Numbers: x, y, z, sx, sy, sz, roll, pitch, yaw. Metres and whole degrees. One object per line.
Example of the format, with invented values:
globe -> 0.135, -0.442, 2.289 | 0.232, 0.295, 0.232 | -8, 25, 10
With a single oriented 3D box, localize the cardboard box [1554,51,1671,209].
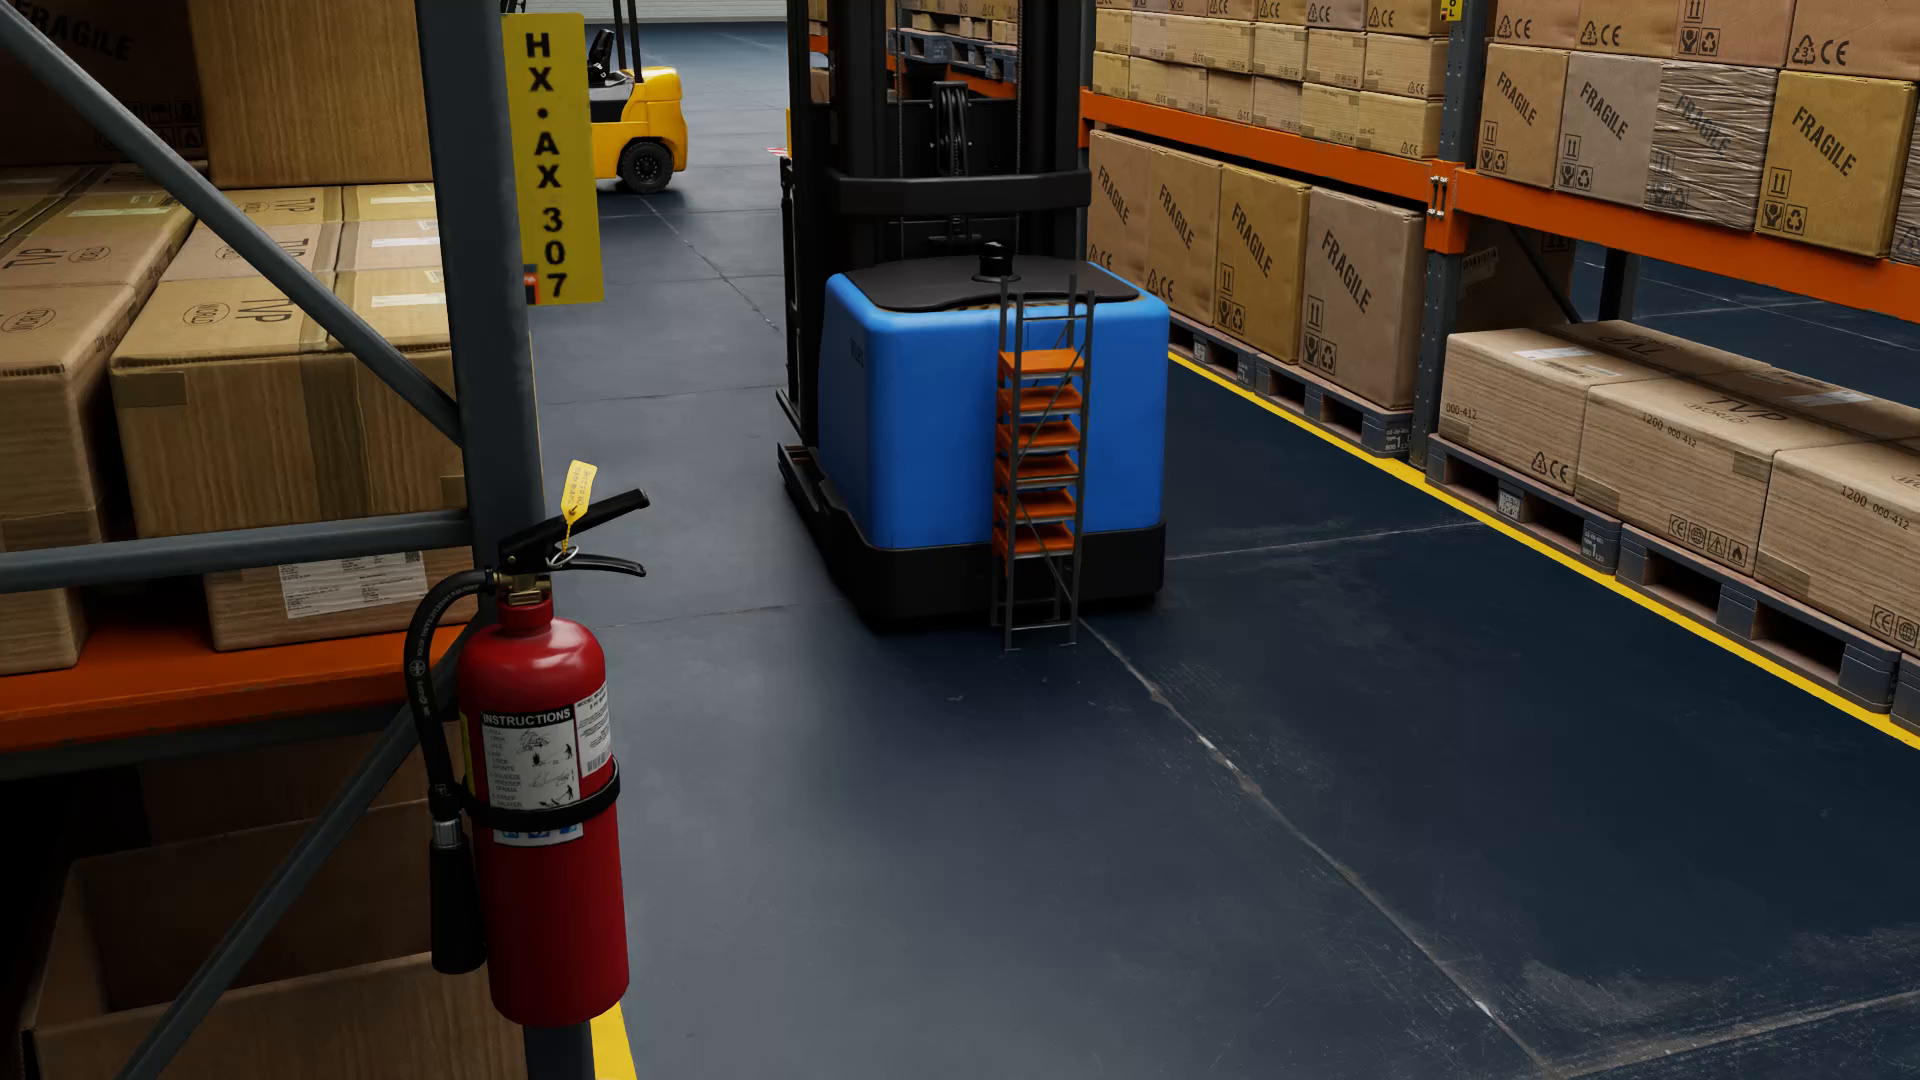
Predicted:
cardboard box -> 2.524, -1.484, 5.962 | 0.500, 0.500, 0.500 | -6, 21, -17

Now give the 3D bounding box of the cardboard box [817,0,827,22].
cardboard box -> -1.088, -5.304, 16.159 | 0.500, 0.500, 0.500 | -7, 21, -18

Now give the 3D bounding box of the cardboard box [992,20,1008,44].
cardboard box -> 0.441, -3.543, 11.594 | 0.380, 0.149, 0.250 | -6, 21, -16

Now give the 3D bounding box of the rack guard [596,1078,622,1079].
rack guard -> -1.007, 1.187, 2.372 | 1.175, 0.500, 0.348 | -6, 21, -17

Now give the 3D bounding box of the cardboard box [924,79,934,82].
cardboard box -> -0.119, -4.335, 15.427 | 0.380, 0.149, 0.250 | -6, 20, -15

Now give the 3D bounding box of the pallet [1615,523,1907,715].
pallet -> 3.022, 0.180, 5.604 | 1.003, 0.211, 1.213 | -6, 21, -17

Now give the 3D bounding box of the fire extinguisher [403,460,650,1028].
fire extinguisher -> -0.498, 0.245, 1.963 | 0.296, 0.674, 0.183 | -6, 21, -17

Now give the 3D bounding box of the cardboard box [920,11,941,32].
cardboard box -> -0.100, -4.132, 13.233 | 0.380, 0.149, 0.250 | -6, 21, -16

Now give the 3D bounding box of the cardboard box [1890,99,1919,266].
cardboard box -> 3.010, -0.994, 4.598 | 0.500, 0.500, 0.500 | -6, 21, -16

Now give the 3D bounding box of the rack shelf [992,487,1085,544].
rack shelf -> 0.249, -0.080, 5.330 | 0.258, 0.103, 0.180 | -5, 25, -13

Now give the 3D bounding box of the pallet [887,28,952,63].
pallet -> 0.058, -3.993, 13.381 | 1.003, 0.211, 1.213 | -6, 21, -17

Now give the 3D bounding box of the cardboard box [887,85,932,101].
cardboard box -> -0.485, -3.762, 14.791 | 0.500, 0.500, 0.500 | -7, 21, -18

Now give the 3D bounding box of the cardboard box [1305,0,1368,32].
cardboard box -> 1.922, -2.577, 7.526 | 0.500, 0.500, 0.500 | -6, 21, -16

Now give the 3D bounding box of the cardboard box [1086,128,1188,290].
cardboard box -> 1.352, -2.028, 10.147 | 0.875, 0.875, 0.875 | -7, 21, -18

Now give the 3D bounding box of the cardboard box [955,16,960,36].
cardboard box -> 0.179, -3.882, 12.539 | 0.380, 0.149, 0.250 | -6, 21, -17

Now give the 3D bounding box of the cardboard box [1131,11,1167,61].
cardboard box -> 1.300, -2.871, 9.454 | 0.500, 0.250, 0.500 | -6, 21, -16

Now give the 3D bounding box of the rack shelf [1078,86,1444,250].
rack shelf -> 1.842, -2.080, 8.835 | 1.077, 0.370, 4.000 | -6, 21, -17

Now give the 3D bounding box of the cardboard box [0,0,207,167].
cardboard box -> -2.025, -1.165, 3.894 | 0.500, 0.500, 0.500 | -7, 21, -19

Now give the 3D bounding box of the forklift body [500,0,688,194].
forklift body -> -3.684, -4.285, 15.165 | 2.313, 2.155, 1.214 | -6, 21, -17

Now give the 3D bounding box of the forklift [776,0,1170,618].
forklift -> -0.153, -1.584, 6.491 | 1.130, 2.935, 3.031 | -5, 20, -13

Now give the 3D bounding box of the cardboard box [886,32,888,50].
cardboard box -> -0.434, -4.297, 14.314 | 0.380, 0.149, 0.250 | -7, 21, -18

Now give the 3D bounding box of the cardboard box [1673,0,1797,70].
cardboard box -> 2.693, -1.788, 5.330 | 0.500, 0.500, 0.500 | -6, 21, -16

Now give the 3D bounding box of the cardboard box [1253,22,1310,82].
cardboard box -> 1.768, -2.383, 8.095 | 0.500, 0.250, 0.500 | -6, 21, -16

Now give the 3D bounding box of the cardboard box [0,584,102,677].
cardboard box -> -1.342, 0.075, 2.141 | 0.380, 0.149, 0.250 | -7, 21, -18

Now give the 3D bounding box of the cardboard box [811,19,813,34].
cardboard box -> -1.292, -5.206, 16.843 | 0.380, 0.149, 0.250 | -7, 21, -19

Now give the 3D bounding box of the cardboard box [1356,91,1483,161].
cardboard box -> 2.090, -1.824, 7.278 | 0.500, 0.250, 0.500 | -7, 21, -18

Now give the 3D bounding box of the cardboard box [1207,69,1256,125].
cardboard box -> 1.624, -2.317, 8.650 | 0.500, 0.250, 0.500 | -6, 21, -17

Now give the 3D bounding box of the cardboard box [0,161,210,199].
cardboard box -> -1.856, -0.647, 3.561 | 0.500, 0.250, 0.500 | -6, 21, -17

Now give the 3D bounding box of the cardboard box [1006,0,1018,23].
cardboard box -> 0.634, -3.727, 11.145 | 0.500, 0.500, 0.500 | -7, 21, -18

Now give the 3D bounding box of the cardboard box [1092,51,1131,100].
cardboard box -> 1.128, -2.806, 10.014 | 0.500, 0.250, 0.500 | -7, 21, -18

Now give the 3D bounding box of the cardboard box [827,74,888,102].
cardboard box -> -0.984, -4.260, 16.175 | 0.500, 0.500, 0.500 | -6, 21, -16

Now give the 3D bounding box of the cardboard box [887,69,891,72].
cardboard box -> -0.547, -4.769, 16.633 | 0.380, 0.149, 0.250 | -6, 21, -16

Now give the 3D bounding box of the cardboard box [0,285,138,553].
cardboard box -> -1.380, -0.154, 2.189 | 0.500, 0.250, 0.500 | -6, 21, -16

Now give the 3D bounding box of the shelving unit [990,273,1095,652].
shelving unit -> 0.252, -0.229, 5.262 | 0.258, 1.200, 0.189 | -5, 25, -13

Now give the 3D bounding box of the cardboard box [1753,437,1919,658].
cardboard box -> 3.130, 0.021, 5.090 | 0.875, 0.438, 0.875 | -6, 21, -16

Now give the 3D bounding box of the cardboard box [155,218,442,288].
cardboard box -> -1.029, -0.370, 2.792 | 0.500, 0.250, 0.500 | -6, 21, -17

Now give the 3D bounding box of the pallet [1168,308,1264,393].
pallet -> 1.769, -1.097, 9.157 | 1.003, 0.211, 1.213 | -6, 21, -17

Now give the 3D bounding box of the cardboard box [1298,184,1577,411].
cardboard box -> 2.200, -1.165, 7.745 | 0.875, 0.875, 0.875 | -6, 21, -16

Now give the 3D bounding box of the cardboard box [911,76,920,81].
cardboard box -> -0.314, -4.156, 15.887 | 0.500, 0.500, 0.500 | -5, 20, -14

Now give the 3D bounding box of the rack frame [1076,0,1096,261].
rack frame -> 1.213, -3.061, 10.501 | 1.000, 3.000, 0.127 | -6, 21, -17

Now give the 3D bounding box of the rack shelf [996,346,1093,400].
rack shelf -> 0.258, -0.516, 5.131 | 0.258, 0.103, 0.180 | -5, 25, -13

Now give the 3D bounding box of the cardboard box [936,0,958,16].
cardboard box -> 0.132, -4.227, 12.539 | 0.500, 0.500, 0.500 | -7, 21, -18

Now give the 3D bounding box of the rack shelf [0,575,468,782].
rack shelf -> -1.612, -0.268, 3.790 | 1.077, 0.370, 4.000 | -6, 21, -17

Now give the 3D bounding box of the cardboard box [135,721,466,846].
cardboard box -> -1.317, 0.529, 3.583 | 0.700, 0.500, 0.500 | -6, 20, -15

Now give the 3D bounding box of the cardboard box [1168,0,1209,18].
cardboard box -> 1.449, -3.068, 8.895 | 0.500, 0.500, 0.500 | -6, 21, -16
